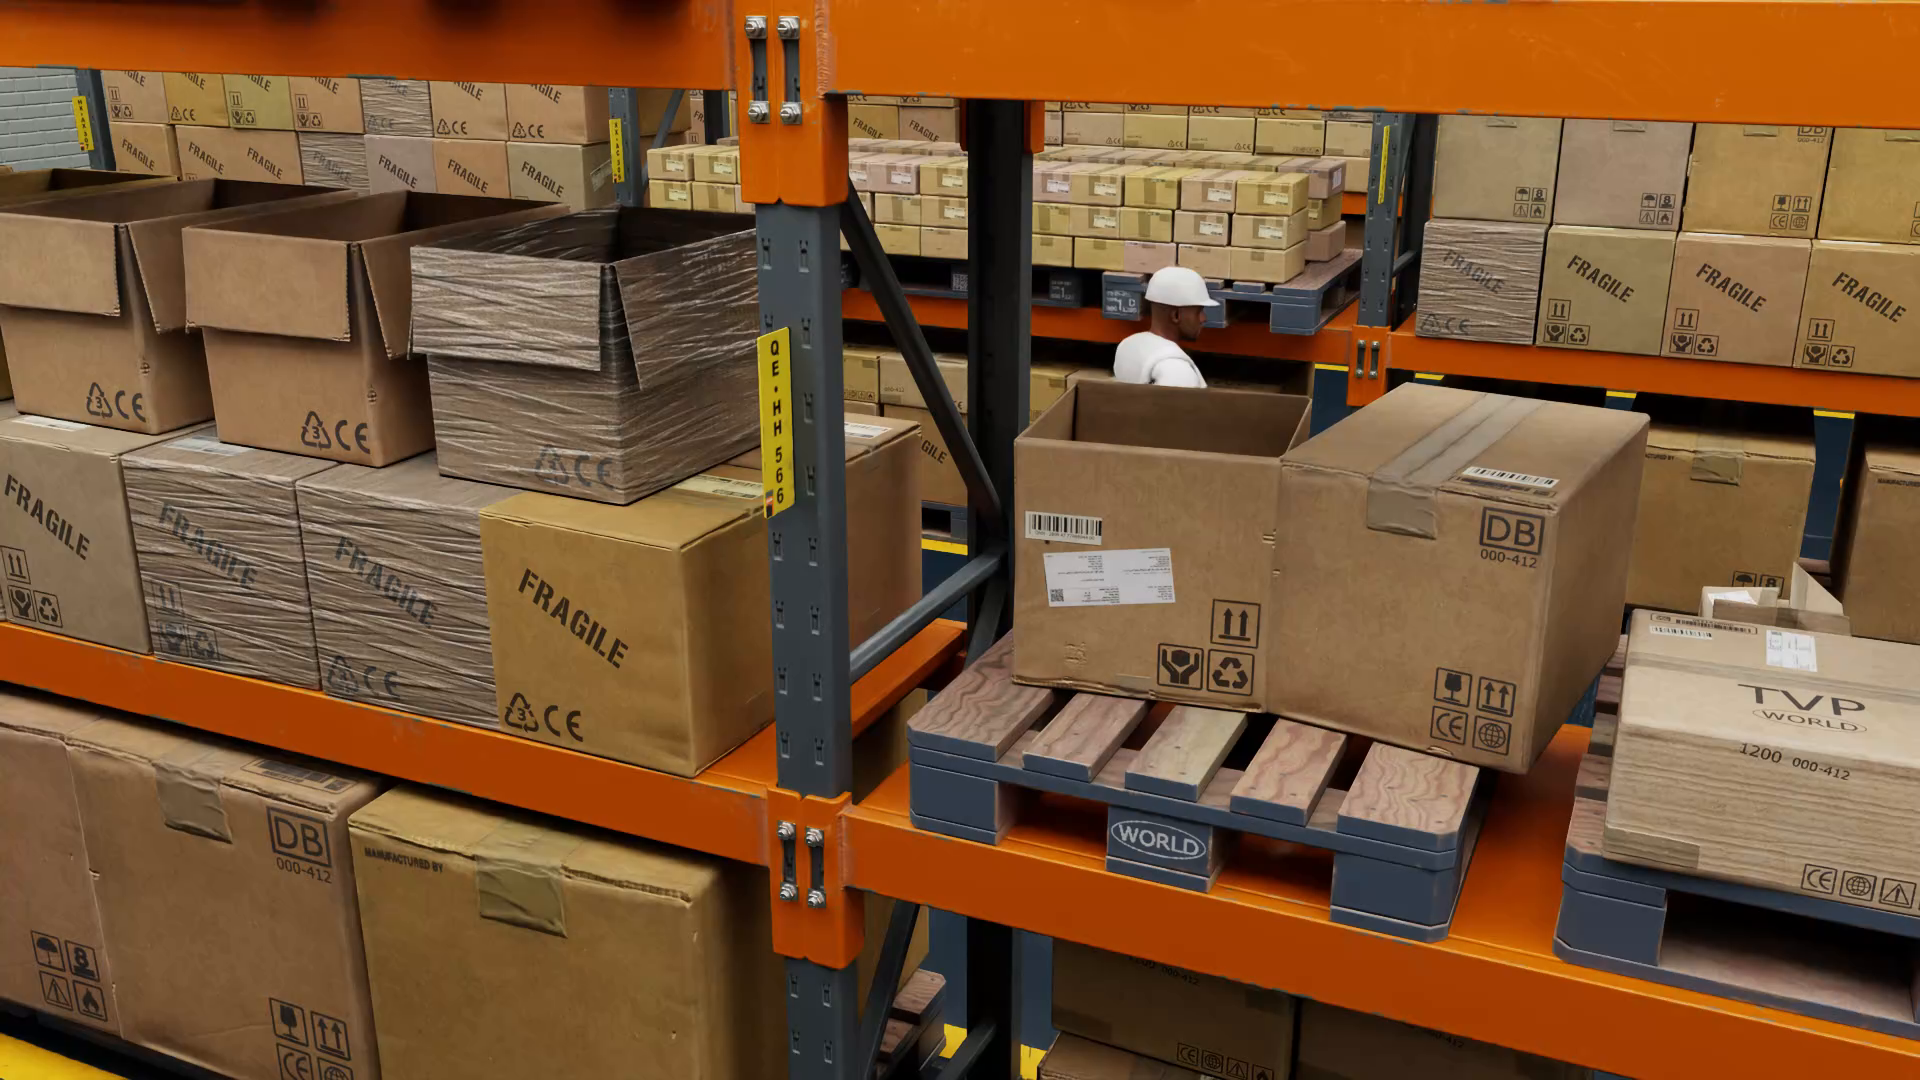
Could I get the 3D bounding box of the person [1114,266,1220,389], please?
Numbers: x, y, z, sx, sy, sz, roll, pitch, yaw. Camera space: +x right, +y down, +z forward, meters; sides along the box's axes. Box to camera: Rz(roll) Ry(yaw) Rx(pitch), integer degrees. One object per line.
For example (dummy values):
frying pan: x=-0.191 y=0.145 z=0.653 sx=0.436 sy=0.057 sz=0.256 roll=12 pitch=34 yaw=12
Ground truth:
person: x=0.879 y=-0.247 z=6.693 sx=0.961 sy=1.718 sz=0.565 roll=-9 pitch=21 yaw=-24
